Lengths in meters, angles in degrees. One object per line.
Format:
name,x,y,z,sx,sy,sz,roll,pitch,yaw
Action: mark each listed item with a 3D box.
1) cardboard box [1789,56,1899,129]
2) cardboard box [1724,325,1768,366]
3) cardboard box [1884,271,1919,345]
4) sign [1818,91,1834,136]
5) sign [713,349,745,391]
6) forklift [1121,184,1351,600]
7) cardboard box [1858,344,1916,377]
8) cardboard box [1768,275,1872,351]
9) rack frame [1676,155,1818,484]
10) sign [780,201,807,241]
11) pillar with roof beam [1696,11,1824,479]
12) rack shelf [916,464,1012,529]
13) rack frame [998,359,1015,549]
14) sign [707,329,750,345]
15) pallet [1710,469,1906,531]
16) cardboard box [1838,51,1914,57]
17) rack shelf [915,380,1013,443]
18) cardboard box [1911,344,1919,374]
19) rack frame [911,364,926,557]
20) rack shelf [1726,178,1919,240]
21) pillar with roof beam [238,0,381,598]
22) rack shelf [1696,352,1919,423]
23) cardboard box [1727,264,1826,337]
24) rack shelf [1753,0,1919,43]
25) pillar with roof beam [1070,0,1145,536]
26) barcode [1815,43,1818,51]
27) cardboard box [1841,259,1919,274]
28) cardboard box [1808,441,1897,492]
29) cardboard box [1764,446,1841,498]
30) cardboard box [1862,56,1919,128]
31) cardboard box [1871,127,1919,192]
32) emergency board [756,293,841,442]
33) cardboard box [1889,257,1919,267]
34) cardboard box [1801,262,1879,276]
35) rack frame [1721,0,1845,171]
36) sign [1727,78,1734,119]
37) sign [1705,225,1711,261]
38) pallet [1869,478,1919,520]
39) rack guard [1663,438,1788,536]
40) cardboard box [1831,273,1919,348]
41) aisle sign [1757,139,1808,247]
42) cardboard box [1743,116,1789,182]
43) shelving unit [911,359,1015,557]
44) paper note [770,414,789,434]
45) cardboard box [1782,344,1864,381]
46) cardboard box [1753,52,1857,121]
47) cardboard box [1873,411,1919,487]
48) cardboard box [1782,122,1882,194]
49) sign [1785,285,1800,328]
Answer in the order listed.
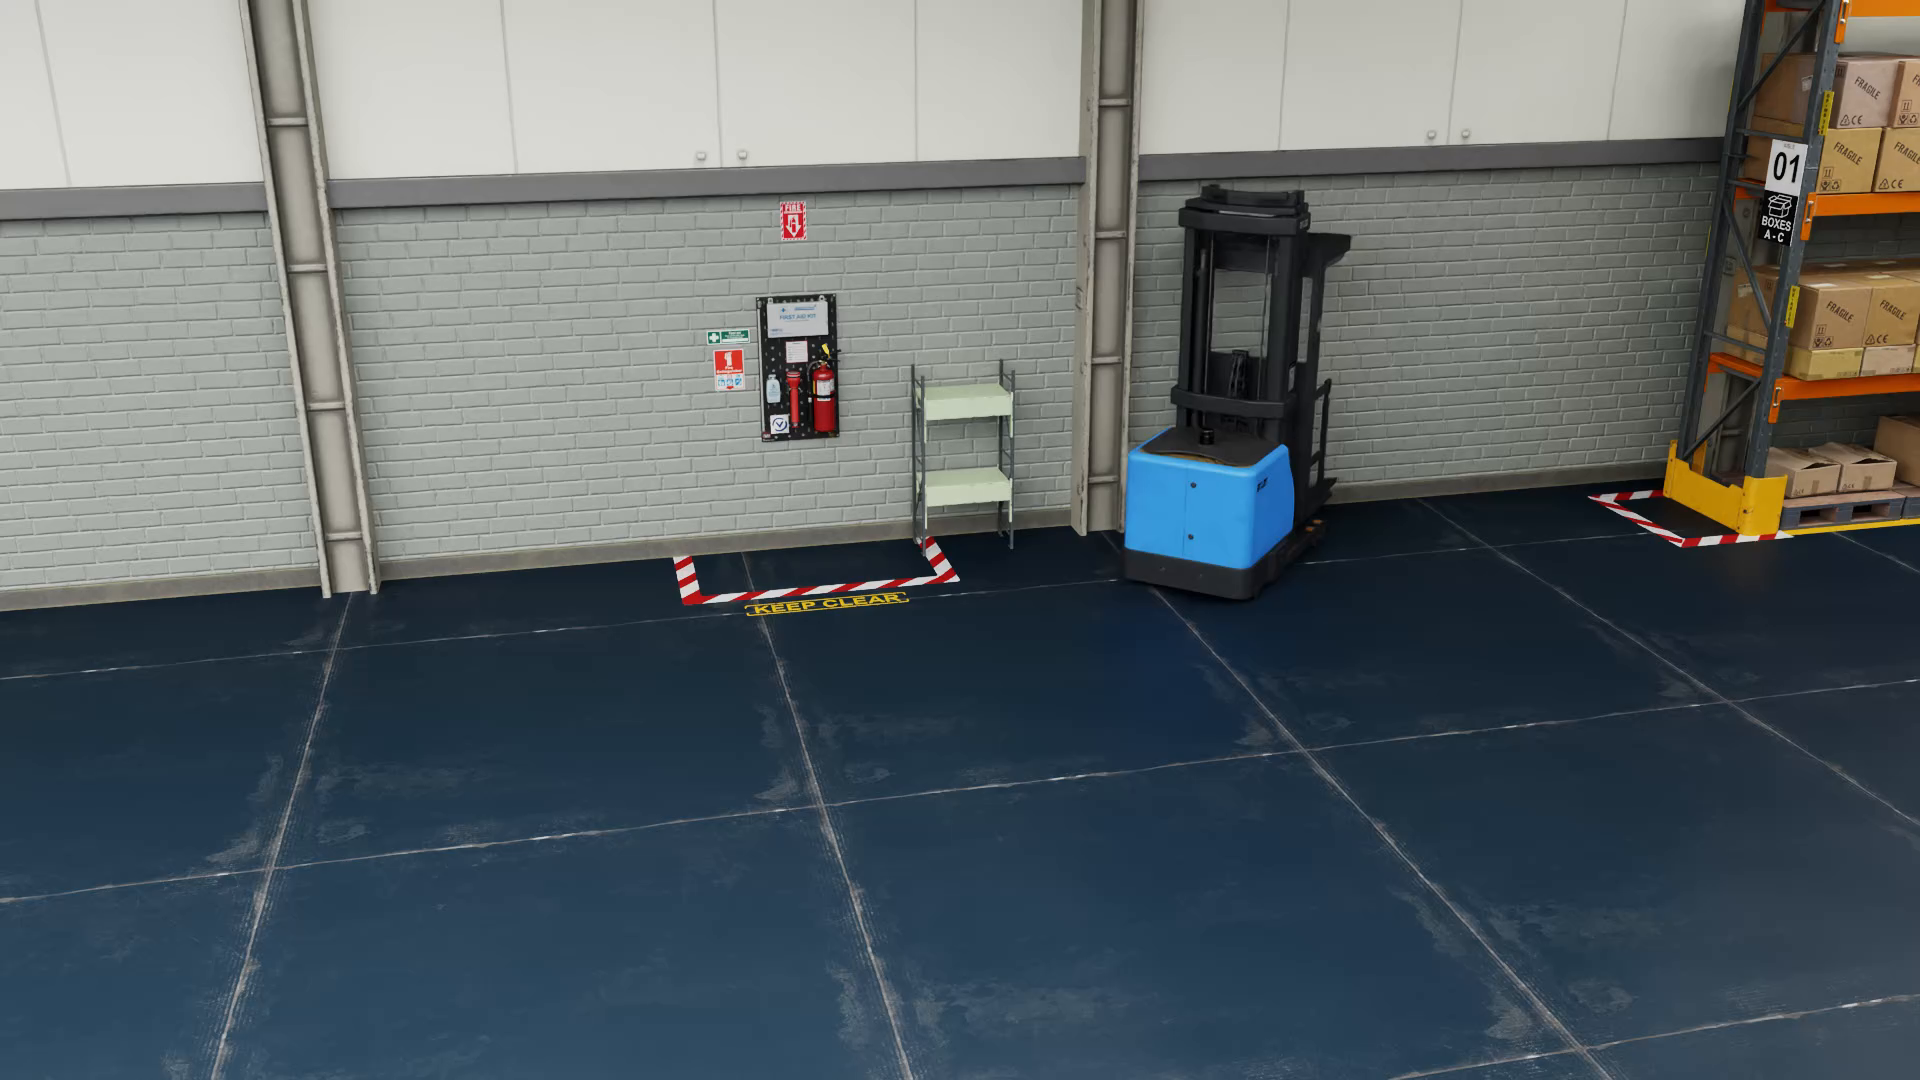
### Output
cardboard box,6.952,-3.524,13.085,0.500,0.500,0.500,-6,21,-16
cardboard box,6.932,-1.681,14.233,0.500,0.250,0.500,-4,21,-12
cardboard box,8.043,-1.943,13.858,0.500,0.500,0.500,-5,21,-14
sign,6.647,-3.278,12.770,0.005,0.325,0.100,-5,21,-12
sign,-1.811,-1.335,13.047,0.234,0.329,0.001,-5,21,-12
forklift,2.403,-1.393,13.356,1.130,2.935,3.031,11,23,27
cardboard box,7.572,-1.558,13.895,0.500,0.250,0.500,-5,21,-14
cardboard box,7.055,-1.869,13.654,0.500,0.500,0.500,-5,21,-12
rack frame,6.522,-1.641,13.932,0.127,3.000,1.000,-5,21,-12
sign,-1.280,-2.449,12.769,0.199,0.298,0.001,-5,21,-12
pillar with roof beam,7.994,-3.361,9.908,0.400,9.000,9.100,-5,21,-12
rack shelf,0.022,-0.361,13.566,0.720,0.370,0.431,-5,21,-13
rack frame,0.378,-0.697,13.536,0.023,1.500,0.400,-5,21,-13
sign,-1.804,-1.582,12.949,0.331,0.109,0.001,-5,21,-12
pallet,7.394,-0.390,14.572,1.213,0.211,1.003,-5,21,-12
cardboard box,7.409,-3.743,13.684,0.500,0.500,0.500,-3,20,-9
rack shelf,0.022,-1.033,13.320,0.720,0.370,0.431,-5,21,-13
cardboard box,8.069,-1.596,14.000,0.500,0.250,0.500,-5,21,-13
rack frame,-0.333,-0.637,13.372,0.023,1.500,0.400,-5,21,-13
rack shelf,8.468,-2.870,13.972,4.000,0.370,1.077,-5,21,-12
pillar with roof beam,-3.684,-2.412,7.315,0.400,9.000,9.100,-5,21,-12
rack shelf,8.468,-1.461,14.488,4.000,0.370,1.077,-5,21,-12
cardboard box,6.931,-2.040,14.122,0.500,0.500,0.500,-5,21,-13
rack shelf,8.468,-4.276,13.457,4.000,0.370,1.077,-5,21,-12
pillar with roof beam,2.155,-2.887,8.612,0.400,9.000,9.100,-5,21,-12
barcode,7.098,-4.071,13.734,0.075,0.075,0.001,-5,21,-12
cardboard box,7.926,-2.119,14.337,0.500,0.500,0.500,-5,21,-14
cardboard box,7.770,-0.654,14.510,0.500,0.311,0.500,-3,20,-8
cardboard box,7.216,-0.609,14.386,0.500,0.311,0.500,-7,21,-19
cardboard box,7.452,-3.547,13.147,0.500,0.500,0.500,-5,21,-13
cardboard box,7.435,-3.079,13.323,0.500,0.500,0.500,-3,20,-9
emergency board,-1.249,-1.328,13.078,0.643,1.169,0.194,-5,21,-12
cardboard box,8.416,-2.159,14.446,0.500,0.500,0.500,-4,21,-12
cardboard box,7.424,-2.077,14.222,0.500,0.500,0.500,-4,21,-12
rack frame,6.522,-4.458,12.900,0.127,3.000,1.000,-5,21,-12
sign,6.413,-3.652,13.776,0.005,0.325,0.100,-5,21,-12
sign,6.413,-2.520,14.190,0.005,0.325,0.100,-5,21,-12
pallet,8.579,-0.485,14.832,1.213,0.211,1.003,-5,21,-12
rack guard,6.596,-0.473,14.379,0.348,0.500,1.175,-5,21,-12
cardboard box,7.539,-1.905,13.752,0.500,0.500,0.500,-5,21,-12
aisle sign,6.521,-2.755,13.195,0.004,0.787,0.394,-5,21,-12
cardboard box,6.869,-3.223,13.717,0.500,0.500,0.500,-3,20,-9
shelving unit,0.022,-0.667,13.454,0.755,1.500,0.431,-5,21,-13
paper note,-1.437,-0.923,13.255,0.142,0.148,0.016,-5,21,-12
cardboard box,7.070,-1.512,13.770,0.500,0.250,0.500,-5,21,-14
cardboard box,6.881,-3.697,13.556,0.500,0.500,0.500,-4,20,-10
cardboard box,8.496,-0.785,14.590,0.500,0.500,0.700,-6,21,-16
cardboard box,6.905,-3.048,13.239,0.500,0.500,0.500,-4,21,-11
sign,6.647,-1.865,13.288,0.005,0.325,0.100,-5,21,-12
